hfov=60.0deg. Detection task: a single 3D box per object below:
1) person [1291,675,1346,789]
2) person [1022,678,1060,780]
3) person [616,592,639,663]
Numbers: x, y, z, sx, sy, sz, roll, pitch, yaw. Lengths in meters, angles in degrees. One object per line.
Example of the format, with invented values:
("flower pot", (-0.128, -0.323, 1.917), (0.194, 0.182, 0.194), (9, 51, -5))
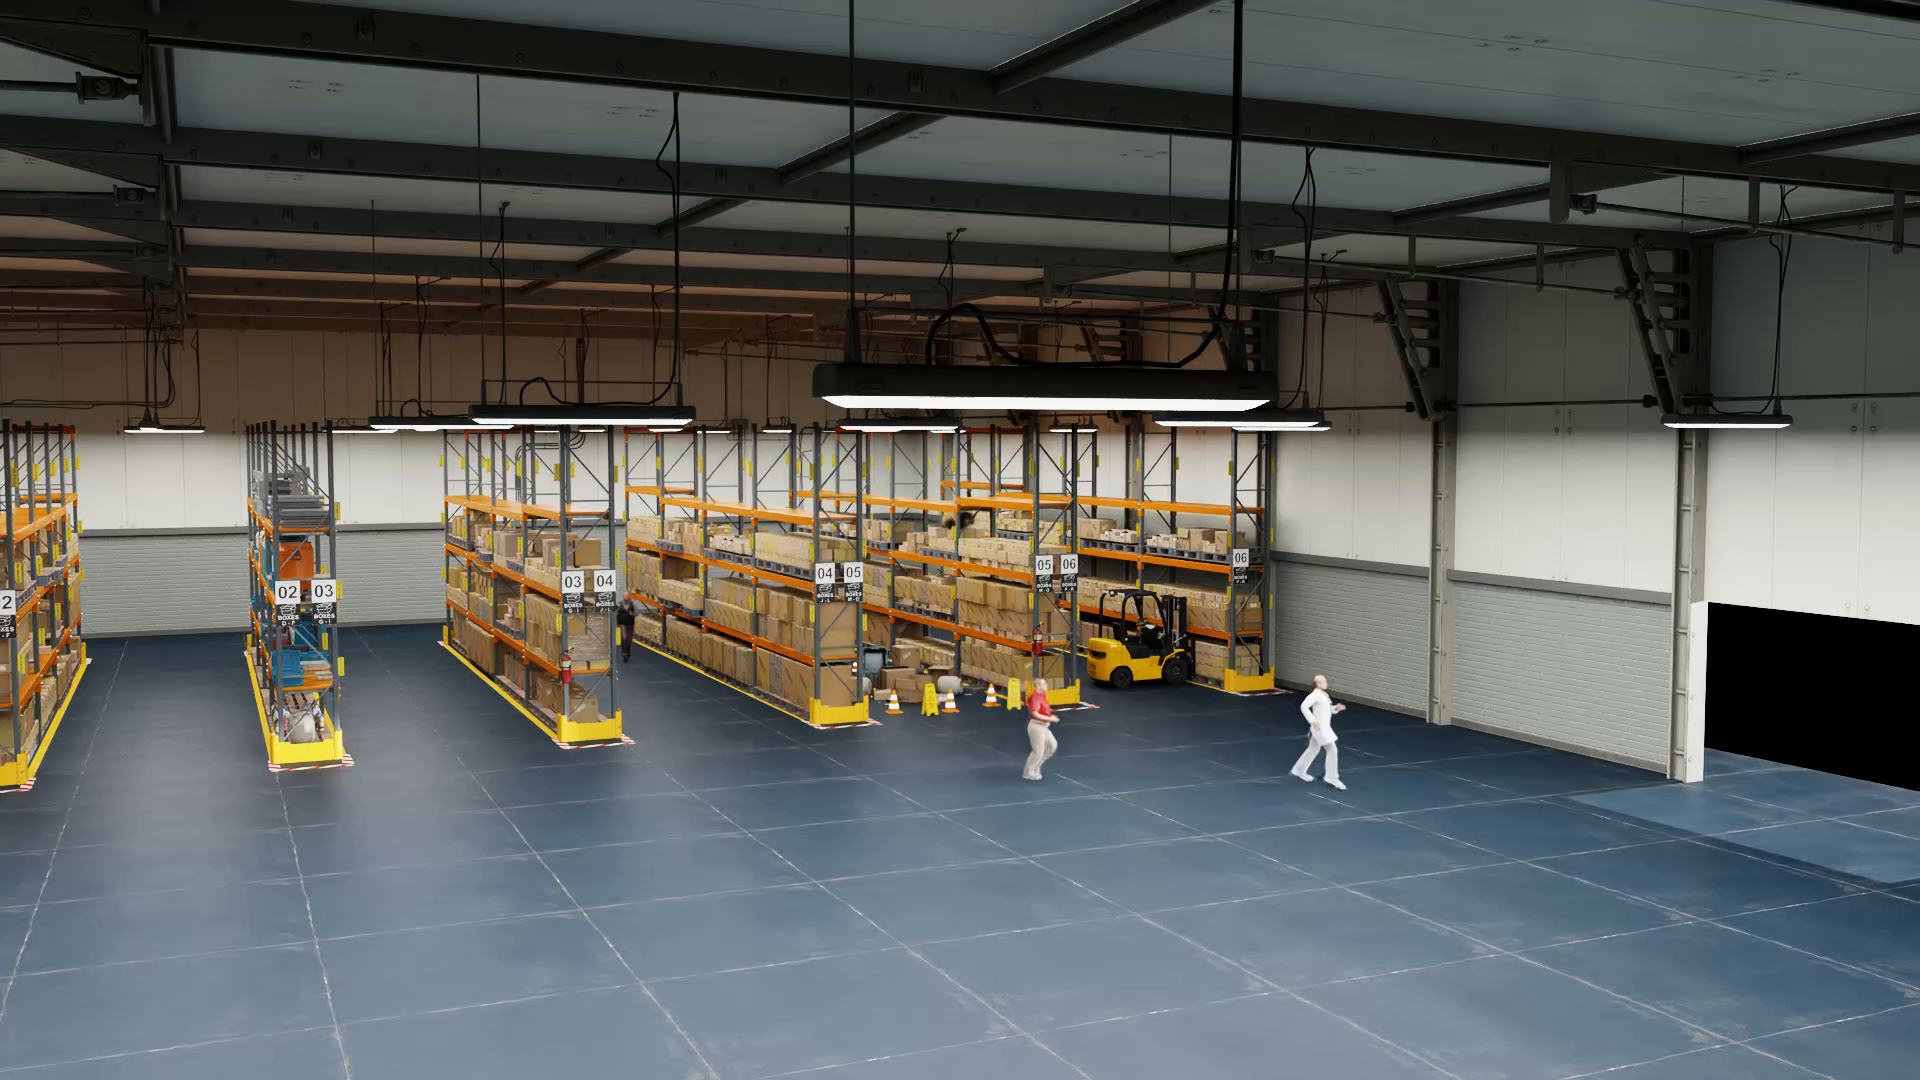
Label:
("person", (5.884, 3.125, 27.166), (0.853, 1.836, 0.680), (1, 4, 14))
("person", (1.354, 3.150, 27.596), (0.640, 1.717, 0.657), (1, 4, 12))
("person", (-8.501, 2.202, 42.367), (0.641, 1.758, 0.868), (-2, 4, -24))
